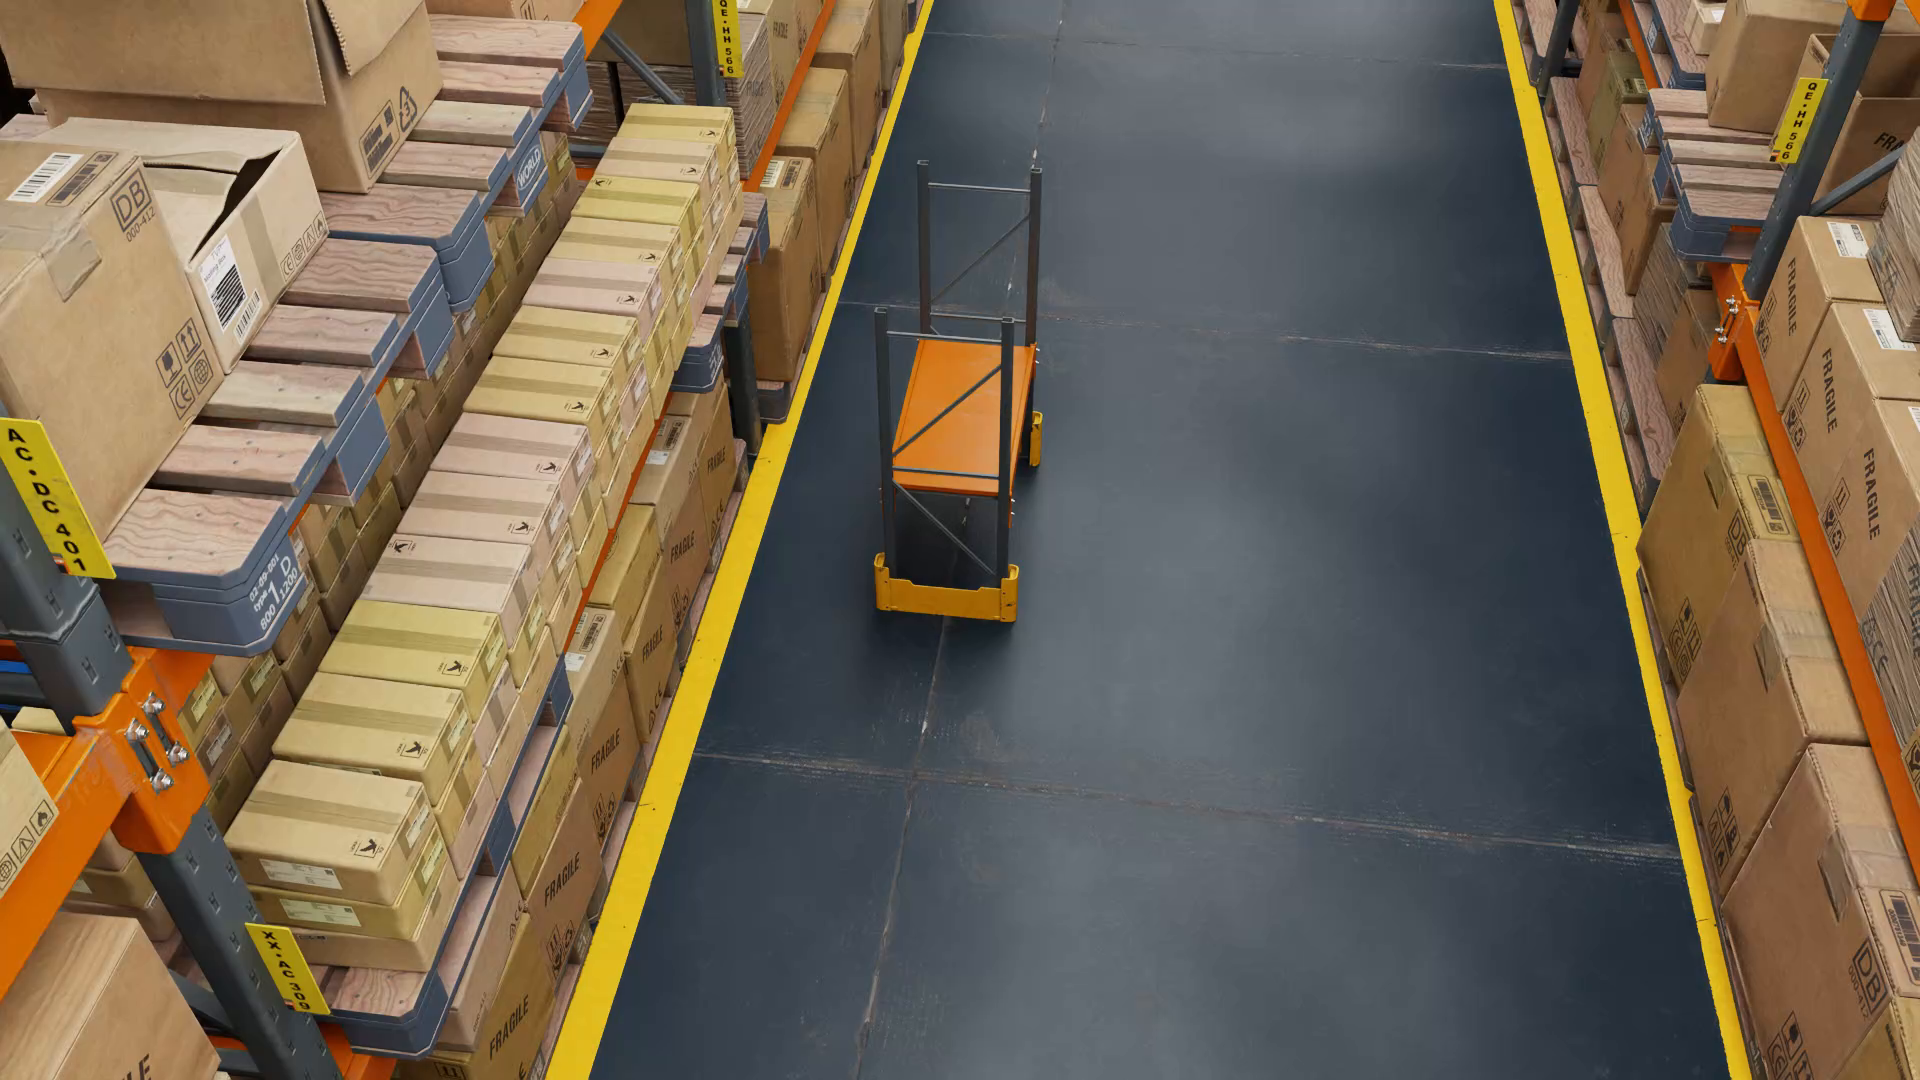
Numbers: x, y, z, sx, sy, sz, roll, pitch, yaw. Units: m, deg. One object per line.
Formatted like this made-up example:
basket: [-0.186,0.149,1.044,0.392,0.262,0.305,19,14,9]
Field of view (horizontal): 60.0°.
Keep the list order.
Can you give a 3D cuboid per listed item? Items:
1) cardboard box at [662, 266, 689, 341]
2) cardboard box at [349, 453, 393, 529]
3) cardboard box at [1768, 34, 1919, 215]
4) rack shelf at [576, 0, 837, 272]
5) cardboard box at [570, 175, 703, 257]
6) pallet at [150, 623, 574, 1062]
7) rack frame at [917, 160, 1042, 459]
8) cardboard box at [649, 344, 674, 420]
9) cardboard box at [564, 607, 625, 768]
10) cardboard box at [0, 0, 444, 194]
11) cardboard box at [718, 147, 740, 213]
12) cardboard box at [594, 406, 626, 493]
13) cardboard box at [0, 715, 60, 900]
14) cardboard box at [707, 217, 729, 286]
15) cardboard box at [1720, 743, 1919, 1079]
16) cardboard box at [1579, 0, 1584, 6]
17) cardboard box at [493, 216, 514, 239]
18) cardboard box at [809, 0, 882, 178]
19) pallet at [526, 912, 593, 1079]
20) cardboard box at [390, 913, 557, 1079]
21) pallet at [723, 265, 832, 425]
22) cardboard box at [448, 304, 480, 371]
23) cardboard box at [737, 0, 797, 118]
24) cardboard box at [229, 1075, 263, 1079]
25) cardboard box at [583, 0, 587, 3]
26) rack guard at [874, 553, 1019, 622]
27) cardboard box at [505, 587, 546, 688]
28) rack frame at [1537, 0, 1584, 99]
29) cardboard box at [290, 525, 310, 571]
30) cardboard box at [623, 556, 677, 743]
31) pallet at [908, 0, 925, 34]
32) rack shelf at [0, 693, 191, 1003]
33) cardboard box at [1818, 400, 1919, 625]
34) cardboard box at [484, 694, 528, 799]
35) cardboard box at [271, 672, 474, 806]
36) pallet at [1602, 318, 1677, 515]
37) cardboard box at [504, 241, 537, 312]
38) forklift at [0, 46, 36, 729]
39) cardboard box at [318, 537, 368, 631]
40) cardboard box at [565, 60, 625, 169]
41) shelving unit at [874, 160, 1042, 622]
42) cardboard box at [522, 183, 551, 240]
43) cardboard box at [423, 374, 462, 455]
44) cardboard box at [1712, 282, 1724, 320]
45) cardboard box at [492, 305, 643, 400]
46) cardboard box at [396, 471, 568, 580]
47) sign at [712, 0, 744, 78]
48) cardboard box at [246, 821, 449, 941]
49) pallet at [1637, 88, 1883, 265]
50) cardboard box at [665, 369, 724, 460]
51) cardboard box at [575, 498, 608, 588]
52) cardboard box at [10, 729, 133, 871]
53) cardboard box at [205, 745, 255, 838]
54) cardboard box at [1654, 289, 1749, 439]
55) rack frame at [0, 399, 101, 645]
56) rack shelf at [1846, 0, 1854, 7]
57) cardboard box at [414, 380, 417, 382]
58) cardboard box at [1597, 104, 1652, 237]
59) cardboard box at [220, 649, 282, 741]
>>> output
cardboard box: [-1.134,-0.813,5.588,0.380,0.149,0.250,5,44,6]
cardboard box: [-1.921,-0.185,4.925,0.380,0.149,0.250,5,44,6]
cardboard box: [3.515,-1.595,6.375,0.500,0.500,0.500,0,43,0]
rack shelf: [-1.156,-2.656,8.397,1.077,0.370,4.000,5,44,6]
cardboard box: [-1.101,-1.106,5.681,0.380,0.149,0.250,6,44,7]
pallet: [-1.704,0.734,4.433,1.003,0.211,1.213,5,44,6]
rack frame: [0.078,-0.949,7.162,0.500,1.500,0.032,5,44,6]
cardboard box: [-1.169,-0.540,5.516,0.380,0.149,0.250,3,44,4]
cardboard box: [-1.450,0.465,5.545,0.500,0.250,0.500,7,44,7]
cardboard box: [-1.615,-1.148,3.719,0.797,0.503,0.637,5,44,5]
cardboard box: [-1.034,-1.345,6.150,0.380,0.149,0.250,6,44,6]
cardboard box: [-1.236,-0.290,5.036,0.380,0.149,0.250,4,44,5]
cardboard box: [-1.746,0.496,2.472,0.500,0.250,0.500,6,44,7]
cardboard box: [-1.064,-1.068,6.074,0.380,0.149,0.250,5,44,5]
cardboard box: [3.136,1.264,4.974,1.225,0.875,0.875,4,44,4]
cardboard box: [4.172,-3.665,10.452,0.500,0.500,0.500,19,46,19]
cardboard box: [-1.743,-1.184,5.763,0.380,0.149,0.250,5,44,5]
cardboard box: [-1.016,-2.527,9.068,1.050,0.750,0.750,5,44,6]
pallet: [-1.848,1.654,5.350,1.003,0.211,1.213,5,44,6]
cardboard box: [-1.588,1.448,5.052,0.500,0.500,0.500,7,44,7]
pallet: [-1.241,-1.072,8.229,1.003,0.211,1.213,5,44,6]
cardboard box: [-1.816,-0.703,5.472,0.380,0.149,0.250,5,44,6]
cardboard box: [-1.029,-2.219,7.339,0.500,0.500,0.500,5,44,5]
cardboard box: [-2.101,1.400,5.103,0.500,0.500,0.500,4,44,5]
cardboard box: [-1.297,-1.925,4.847,0.500,0.500,0.500,5,44,6]
rack guard: [-0.056,0.197,6.860,0.587,0.250,0.087,5,44,6]
cardboard box: [-1.341,0.246,4.469,0.380,0.149,0.250,4,44,4]
rack frame: [4.012,-3.760,9.040,1.000,3.000,0.127,5,44,6]
cardboard box: [-1.984,0.065,4.444,0.380,0.149,0.250,5,44,5]
cardboard box: [-1.374,0.389,6.170,0.500,0.500,0.500,3,44,4]
pallet: [-0.713,-3.779,11.087,1.003,0.211,1.213,5,44,6]
rack shelf: [-2.213,1.707,1.607,1.077,0.370,4.000,5,44,6]
cardboard box: [3.019,-0.063,5.062,0.500,0.500,0.500,5,44,5]
cardboard box: [-1.373,0.525,4.392,0.380,0.149,0.250,6,44,6]
cardboard box: [-1.410,0.477,4.009,0.380,0.149,0.250,6,44,7]
pallet: [3.588,-0.554,7.682,1.003,0.211,1.213,5,44,6]
cardboard box: [-1.750,-0.962,5.962,0.380,0.149,0.250,7,44,8]
forklift: [-3.438,-1.245,6.433,1.130,2.935,3.031,4,44,4]
cardboard box: [-1.960,0.114,4.825,0.380,0.149,0.250,4,44,4]
cardboard box: [-1.627,-1.922,7.025,0.500,0.500,0.500,5,44,6]
shelving unit: [0.010,-0.597,6.789,0.587,1.500,1.083,5,44,6]
cardboard box: [-1.717,-1.227,6.025,0.380,0.149,0.250,7,44,8]
cardboard box: [-1.853,-0.425,5.394,0.380,0.149,0.250,6,44,6]
cardboard box: [3.542,-1.018,7.096,0.500,0.250,0.500,7,44,7]
cardboard box: [-1.204,-0.575,5.120,0.380,0.149,0.250,7,44,8]
cardboard box: [-1.305,-0.041,4.557,0.380,0.149,0.250,5,44,5]
sign: [-0.881,-1.903,6.294,0.100,0.325,0.005,5,44,6]
cardboard box: [-1.441,0.776,3.910,0.380,0.149,0.250,6,44,6]
pallet: [3.472,-1.460,6.750,1.213,0.211,1.003,5,44,6]
cardboard box: [-1.251,-0.581,6.649,0.500,0.250,0.500,4,44,5]
cardboard box: [-1.274,-0.006,4.952,0.380,0.149,0.250,5,44,5]
cardboard box: [-2.089,0.603,3.876,0.380,0.149,0.250,7,44,7]
cardboard box: [-2.059,0.645,4.265,0.380,0.149,0.250,5,44,6]
cardboard box: [3.552,-0.745,7.353,0.700,0.500,0.500,3,44,3]
rack frame: [-1.949,-1.006,1.768,1.000,3.000,0.127,5,44,6]
rack shelf: [3.747,-3.225,6.816,1.077,0.370,4.000,5,44,6]
cardboard box: [-1.845,-0.638,5.187,0.380,0.149,0.250,6,44,7]
cardboard box: [3.754,-1.891,8.564,0.700,0.500,0.500,2,43,2]
cardboard box: [-2.023,0.365,4.344,0.380,0.149,0.250,7,44,7]
